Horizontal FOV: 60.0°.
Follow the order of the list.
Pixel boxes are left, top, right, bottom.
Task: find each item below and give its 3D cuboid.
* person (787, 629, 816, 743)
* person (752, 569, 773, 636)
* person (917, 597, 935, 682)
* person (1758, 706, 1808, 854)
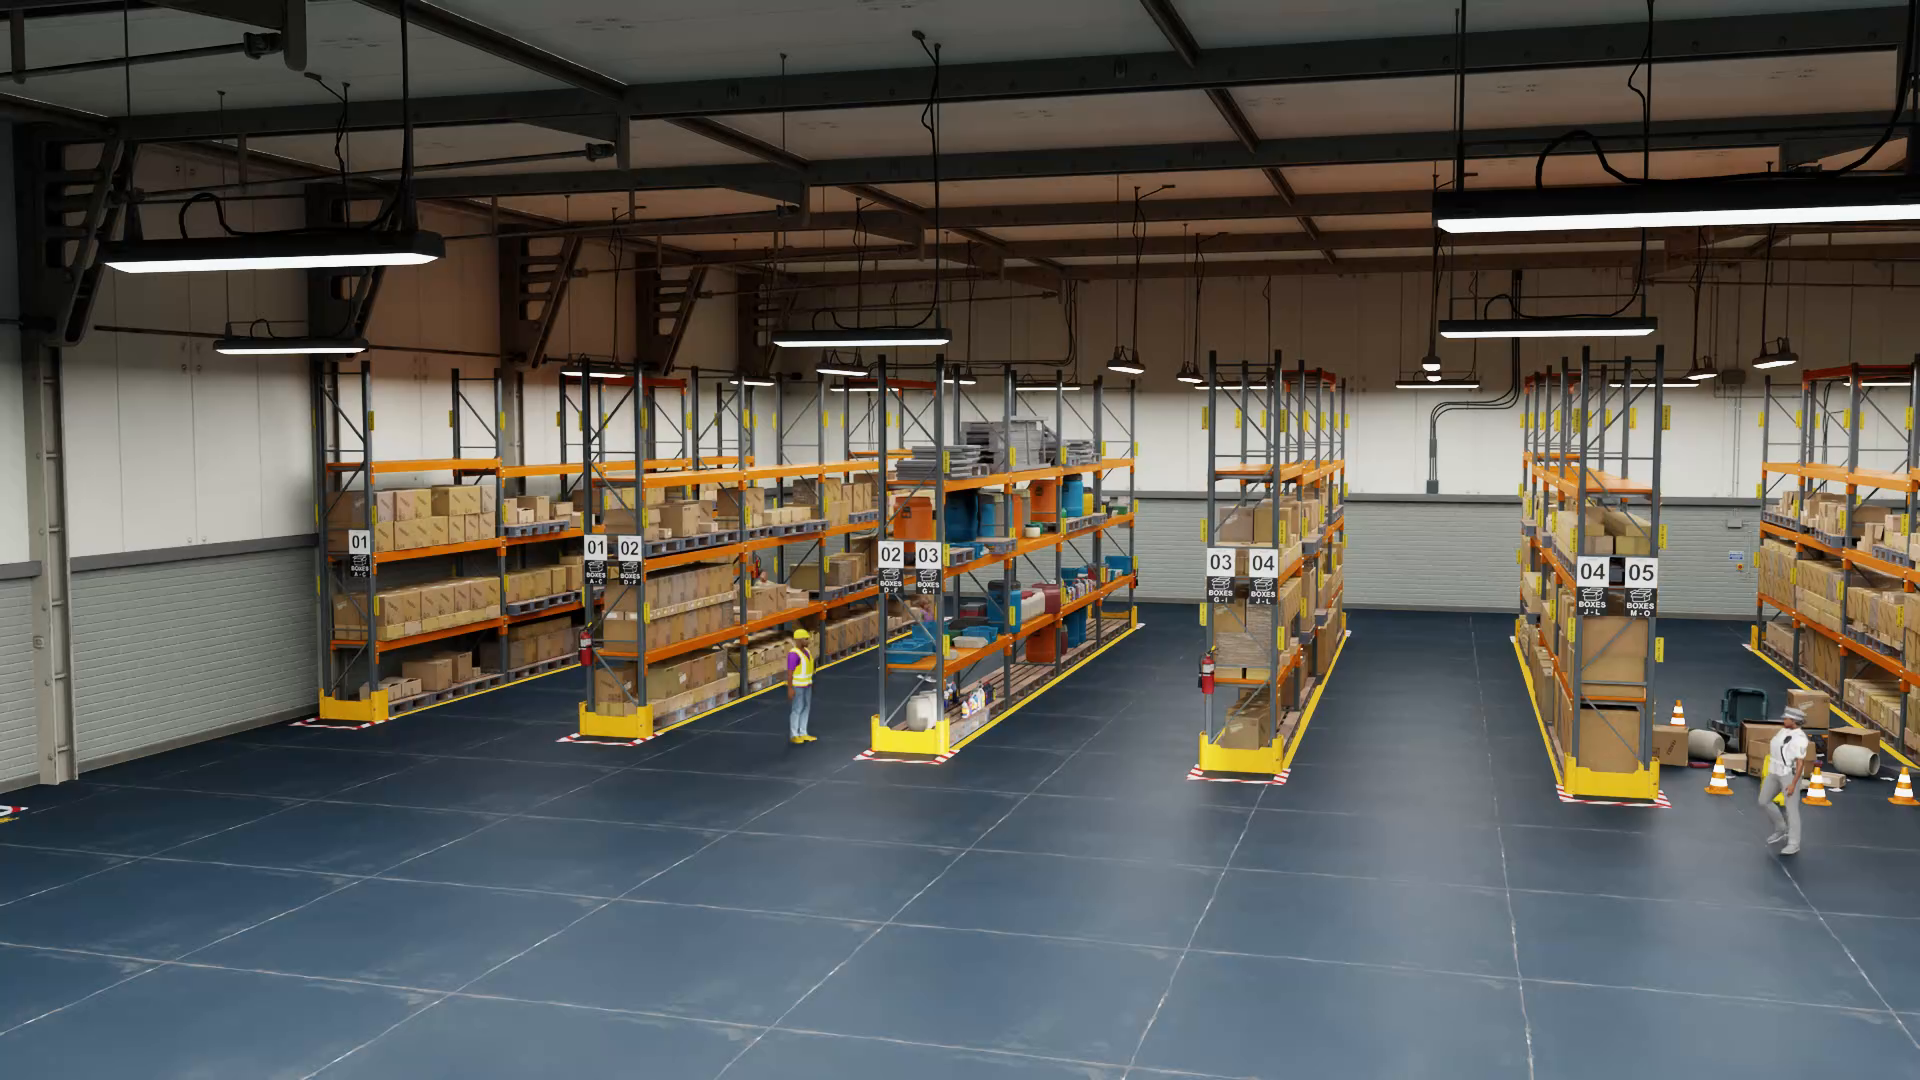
[{"bbox_3d":[-2.462,2.261,25.768,0.377,1.768,0.667,2,4,24],"label":"person"},{"bbox_3d":[-4.495,1.488,37.918,0.599,1.649,0.982,1,4,16],"label":"person"},{"bbox_3d":[-0.638,1.962,32.108,0.471,1.516,0.437,2,5,28],"label":"person"},{"bbox_3d":[9.632,2.774,19.414,0.427,1.691,0.558,-1,4,-17],"label":"person"}]
